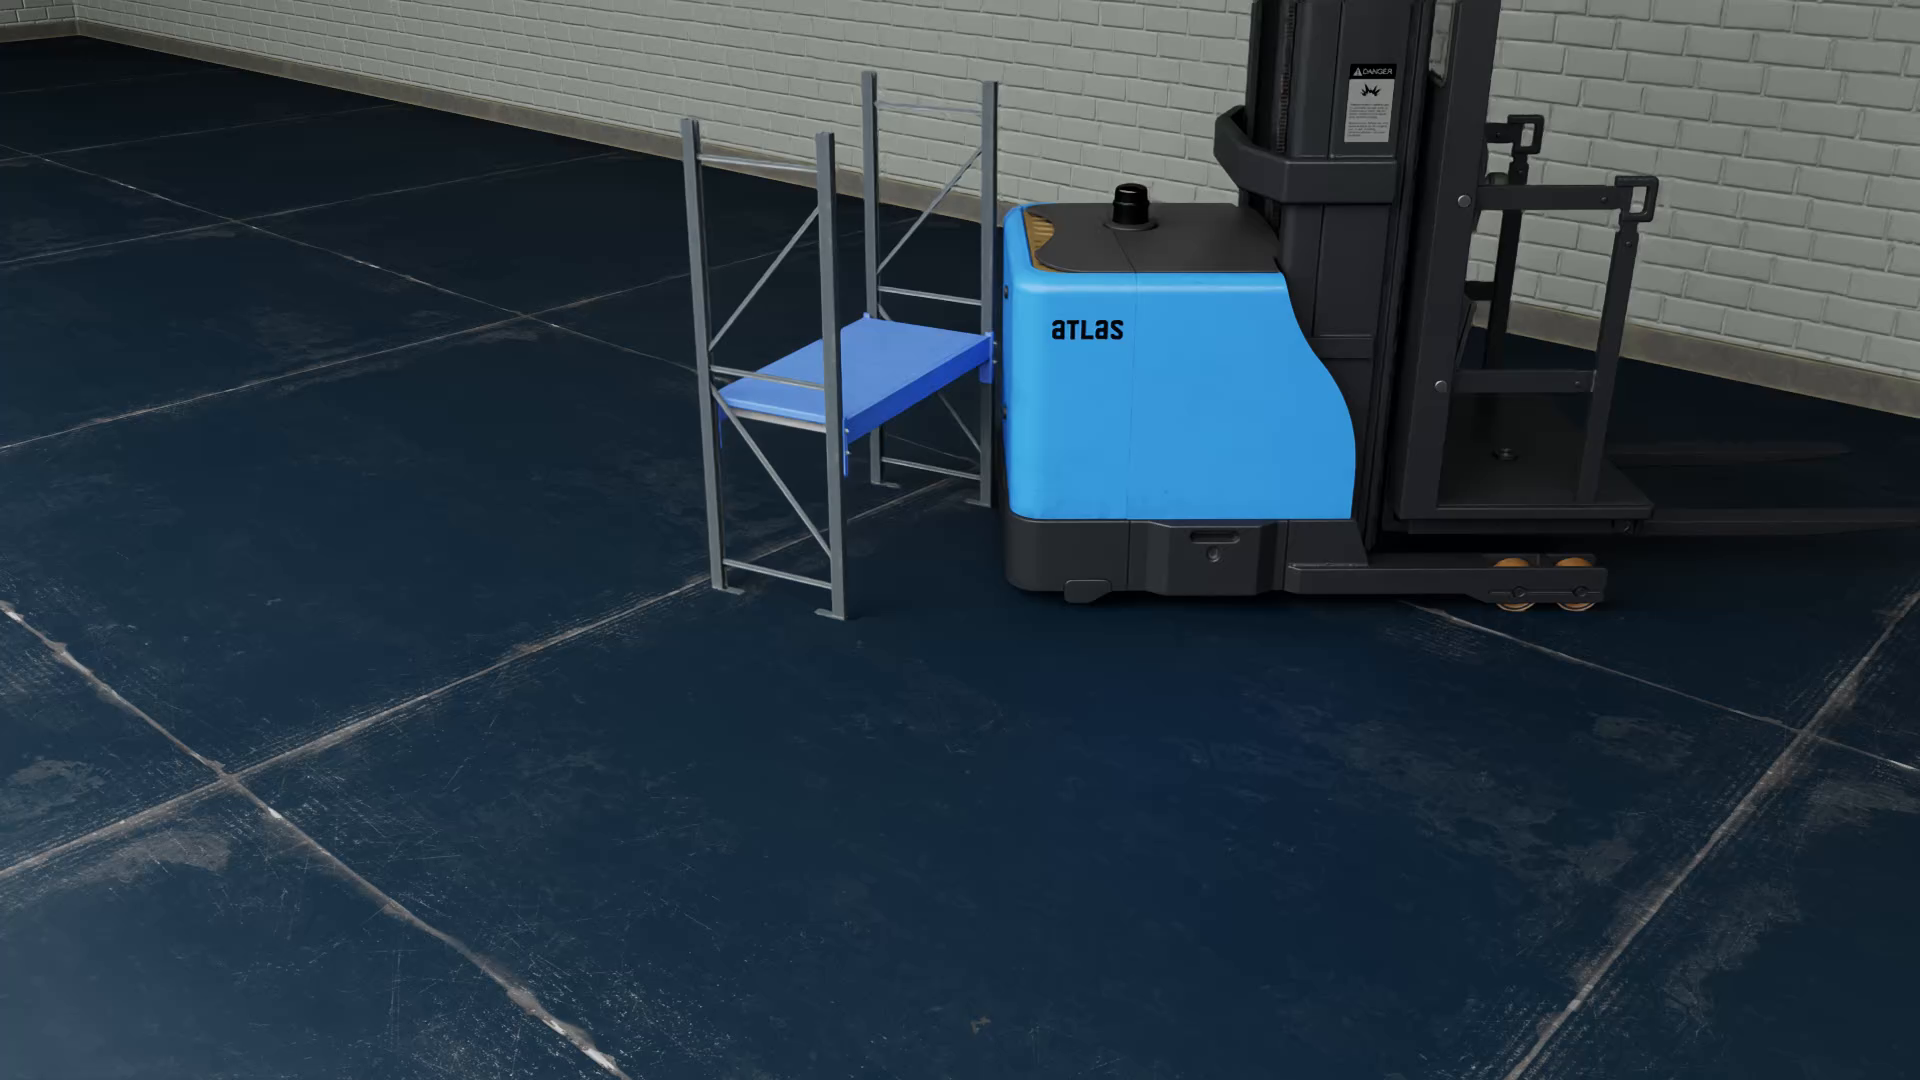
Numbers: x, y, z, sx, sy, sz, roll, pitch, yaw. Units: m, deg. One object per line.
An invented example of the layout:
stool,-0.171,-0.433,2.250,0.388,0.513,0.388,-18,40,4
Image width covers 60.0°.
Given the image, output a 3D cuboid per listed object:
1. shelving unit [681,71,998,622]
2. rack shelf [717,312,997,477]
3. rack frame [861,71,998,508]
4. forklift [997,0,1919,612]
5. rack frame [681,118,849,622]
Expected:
shelving unit,-0.340,-0.667,5.405,0.538,1.500,1.048,12,27,25
rack shelf,-0.340,-0.503,5.478,0.538,0.185,1.000,12,27,25
rack frame,-0.105,-0.851,5.816,0.500,1.500,0.032,12,27,25
forklift,1.656,-1.329,5.132,3.031,2.935,1.130,0,24,0
rack frame,-0.575,-0.483,4.994,0.500,1.500,0.032,12,27,25
